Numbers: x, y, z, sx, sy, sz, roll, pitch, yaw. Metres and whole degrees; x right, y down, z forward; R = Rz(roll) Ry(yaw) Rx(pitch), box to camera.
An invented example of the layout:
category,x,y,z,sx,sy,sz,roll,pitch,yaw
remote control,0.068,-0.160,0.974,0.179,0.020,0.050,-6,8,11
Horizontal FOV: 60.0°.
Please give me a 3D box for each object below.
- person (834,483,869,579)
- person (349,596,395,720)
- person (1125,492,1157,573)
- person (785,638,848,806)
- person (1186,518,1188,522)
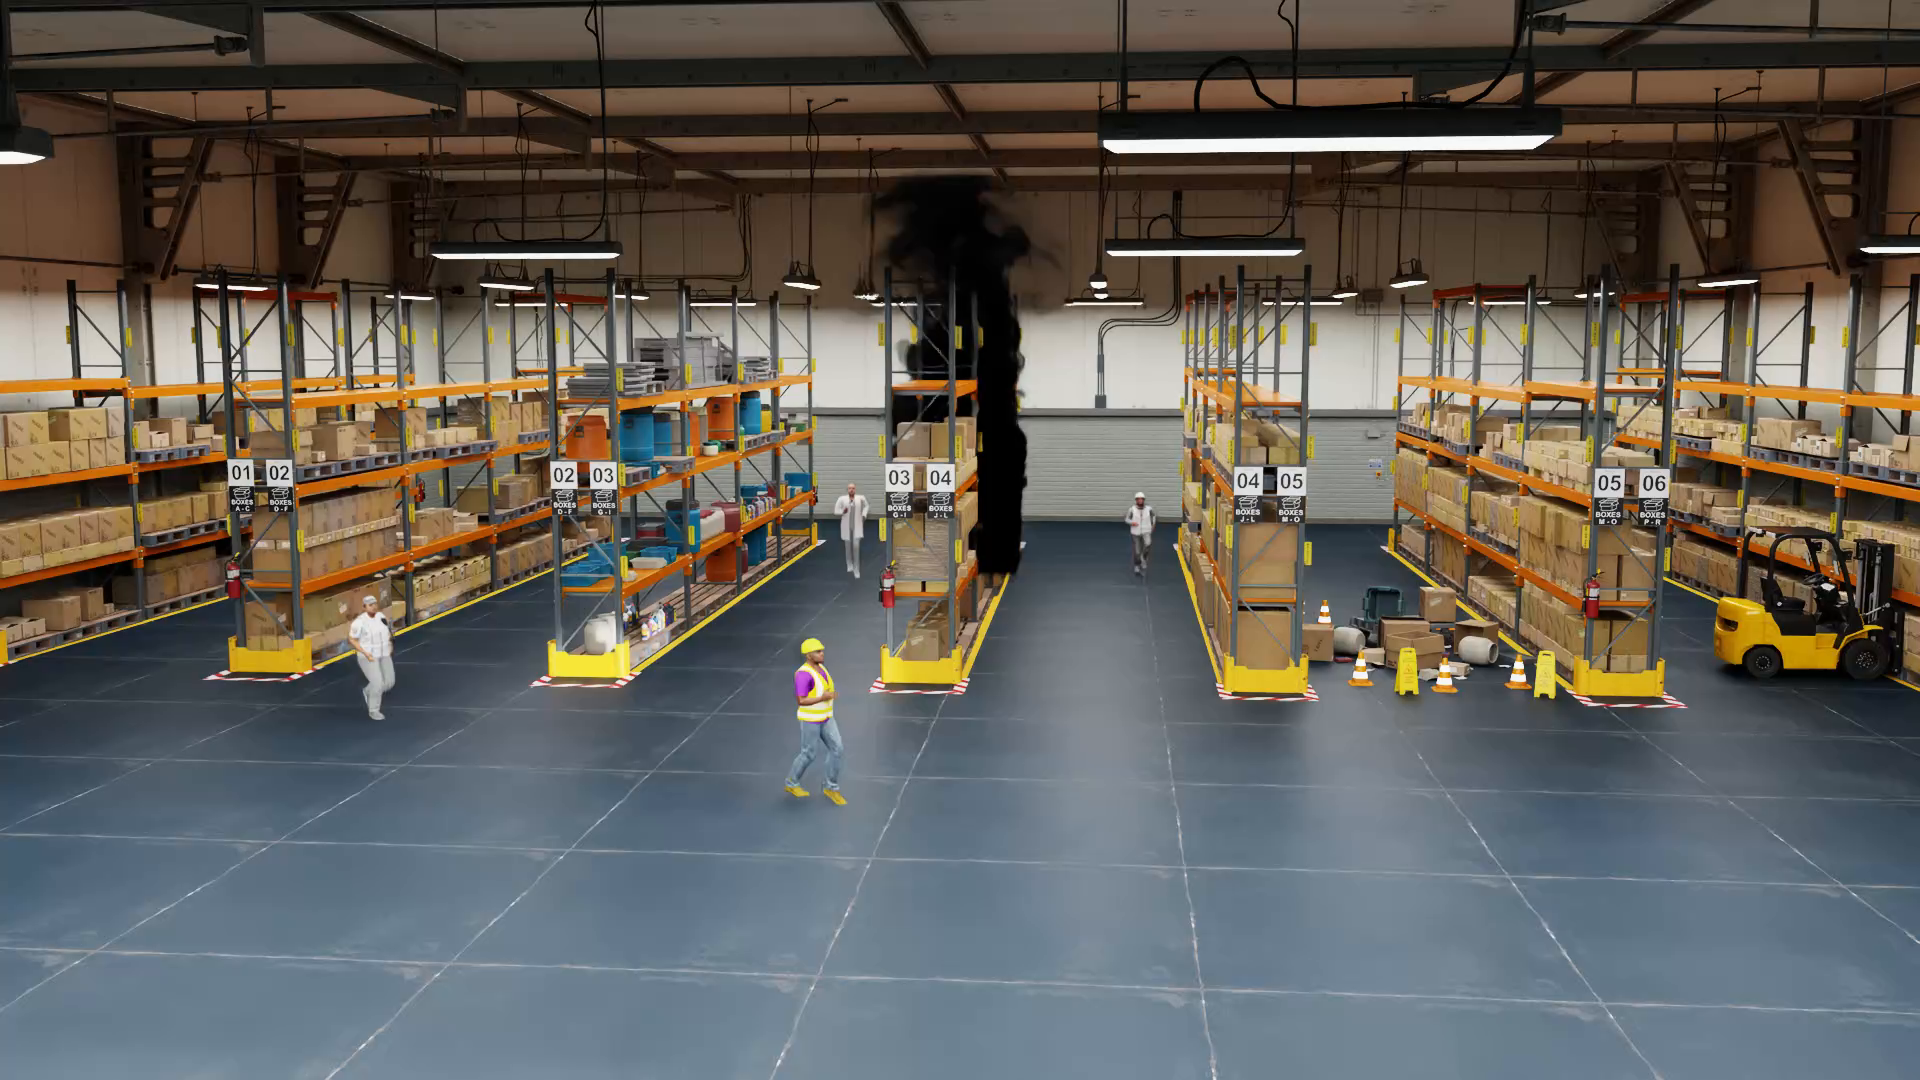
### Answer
category,x,y,z,sx,sy,sz,roll,pitch,yaw
person,-2.165,-0.206,33.239,0.692,1.869,0.807,0,7,-3
person,-7.773,1.541,22.004,0.541,1.639,0.603,5,9,35
person,3.784,-0.144,34.852,0.662,1.731,0.860,1,7,6
person,-1.553,1.959,17.871,0.731,1.824,0.676,4,8,28
person,5.752,-0.814,40.893,0.558,1.699,0.743,4,8,30
